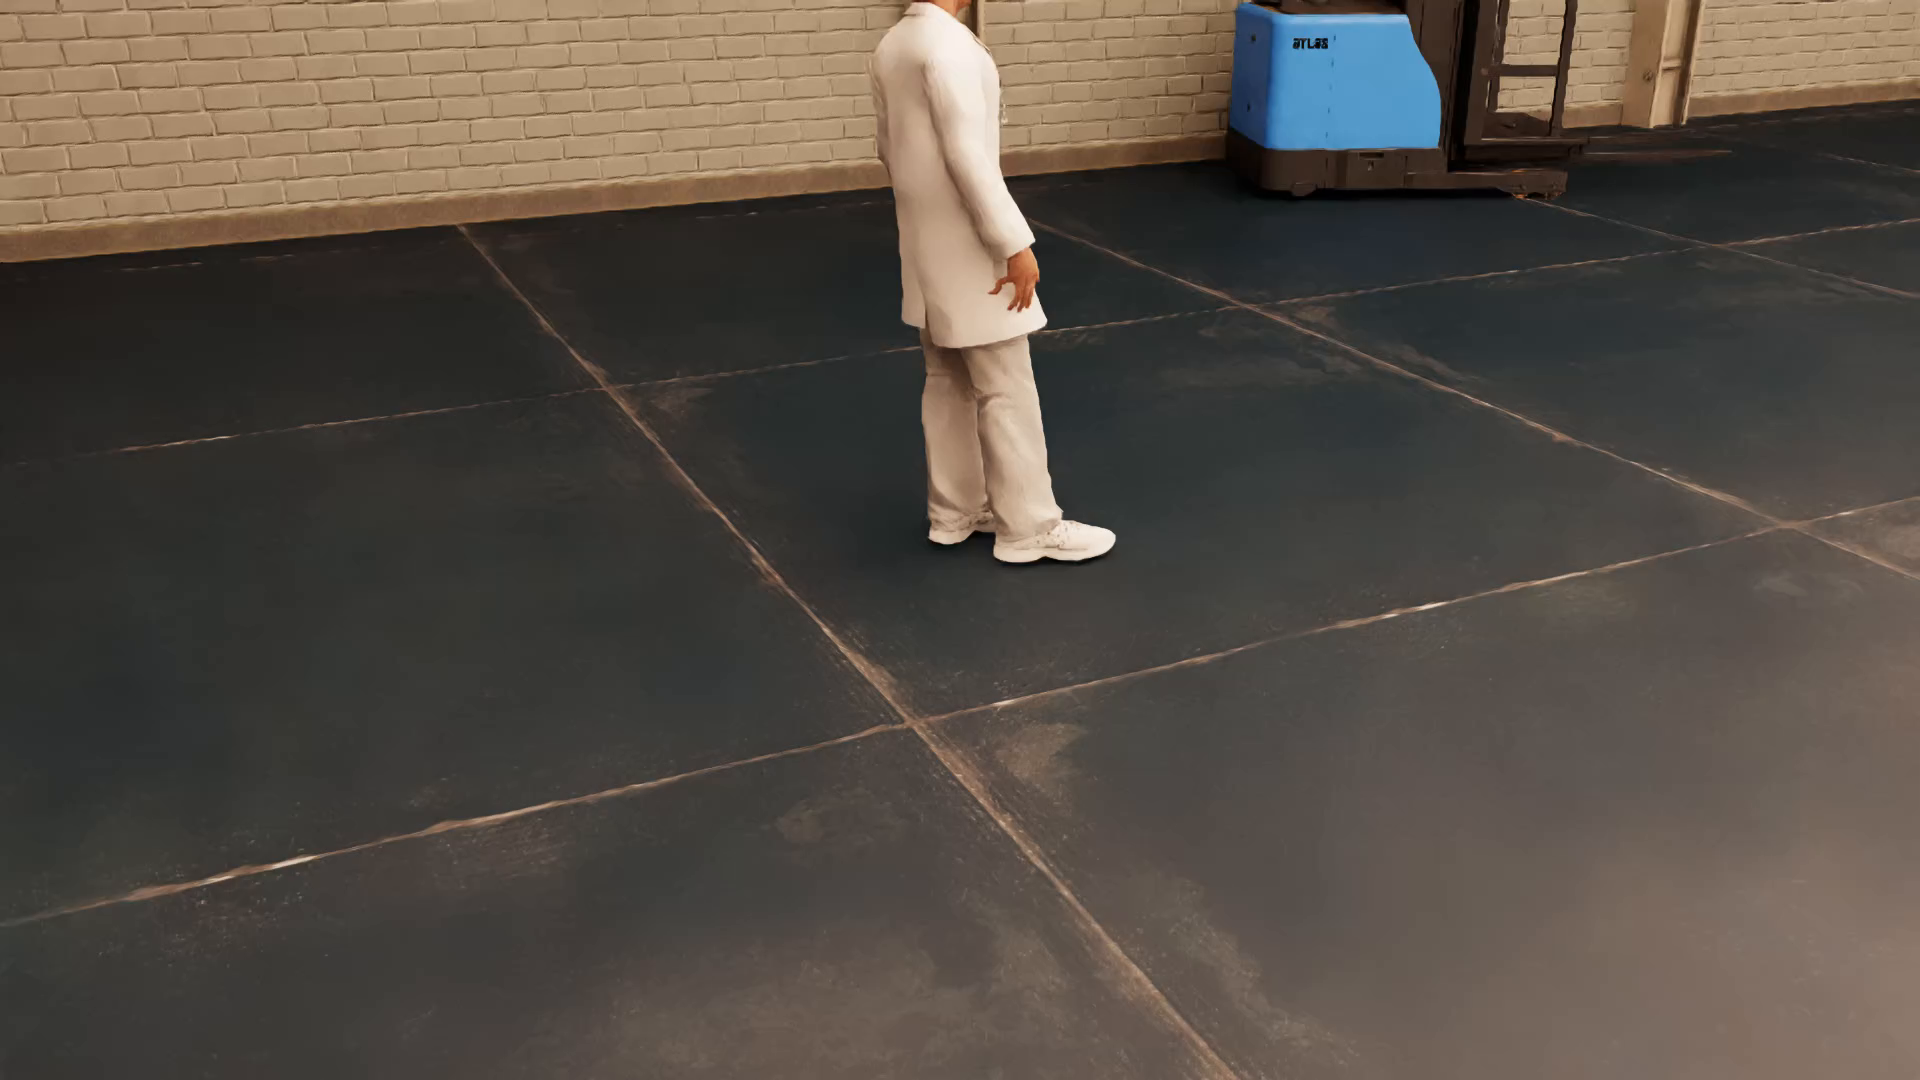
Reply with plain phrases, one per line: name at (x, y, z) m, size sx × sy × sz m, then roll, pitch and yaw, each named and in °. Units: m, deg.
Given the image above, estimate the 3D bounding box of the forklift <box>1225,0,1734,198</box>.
forklift at (3.273, -3.634, 10.034) m, size 3.031 × 2.935 × 1.130 m, roll -2°, pitch 23°, yaw -5°

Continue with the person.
person at (0.084, -0.840, 4.795) m, size 0.579 × 1.776 × 0.694 m, roll -10°, pitch 25°, yaw -23°
